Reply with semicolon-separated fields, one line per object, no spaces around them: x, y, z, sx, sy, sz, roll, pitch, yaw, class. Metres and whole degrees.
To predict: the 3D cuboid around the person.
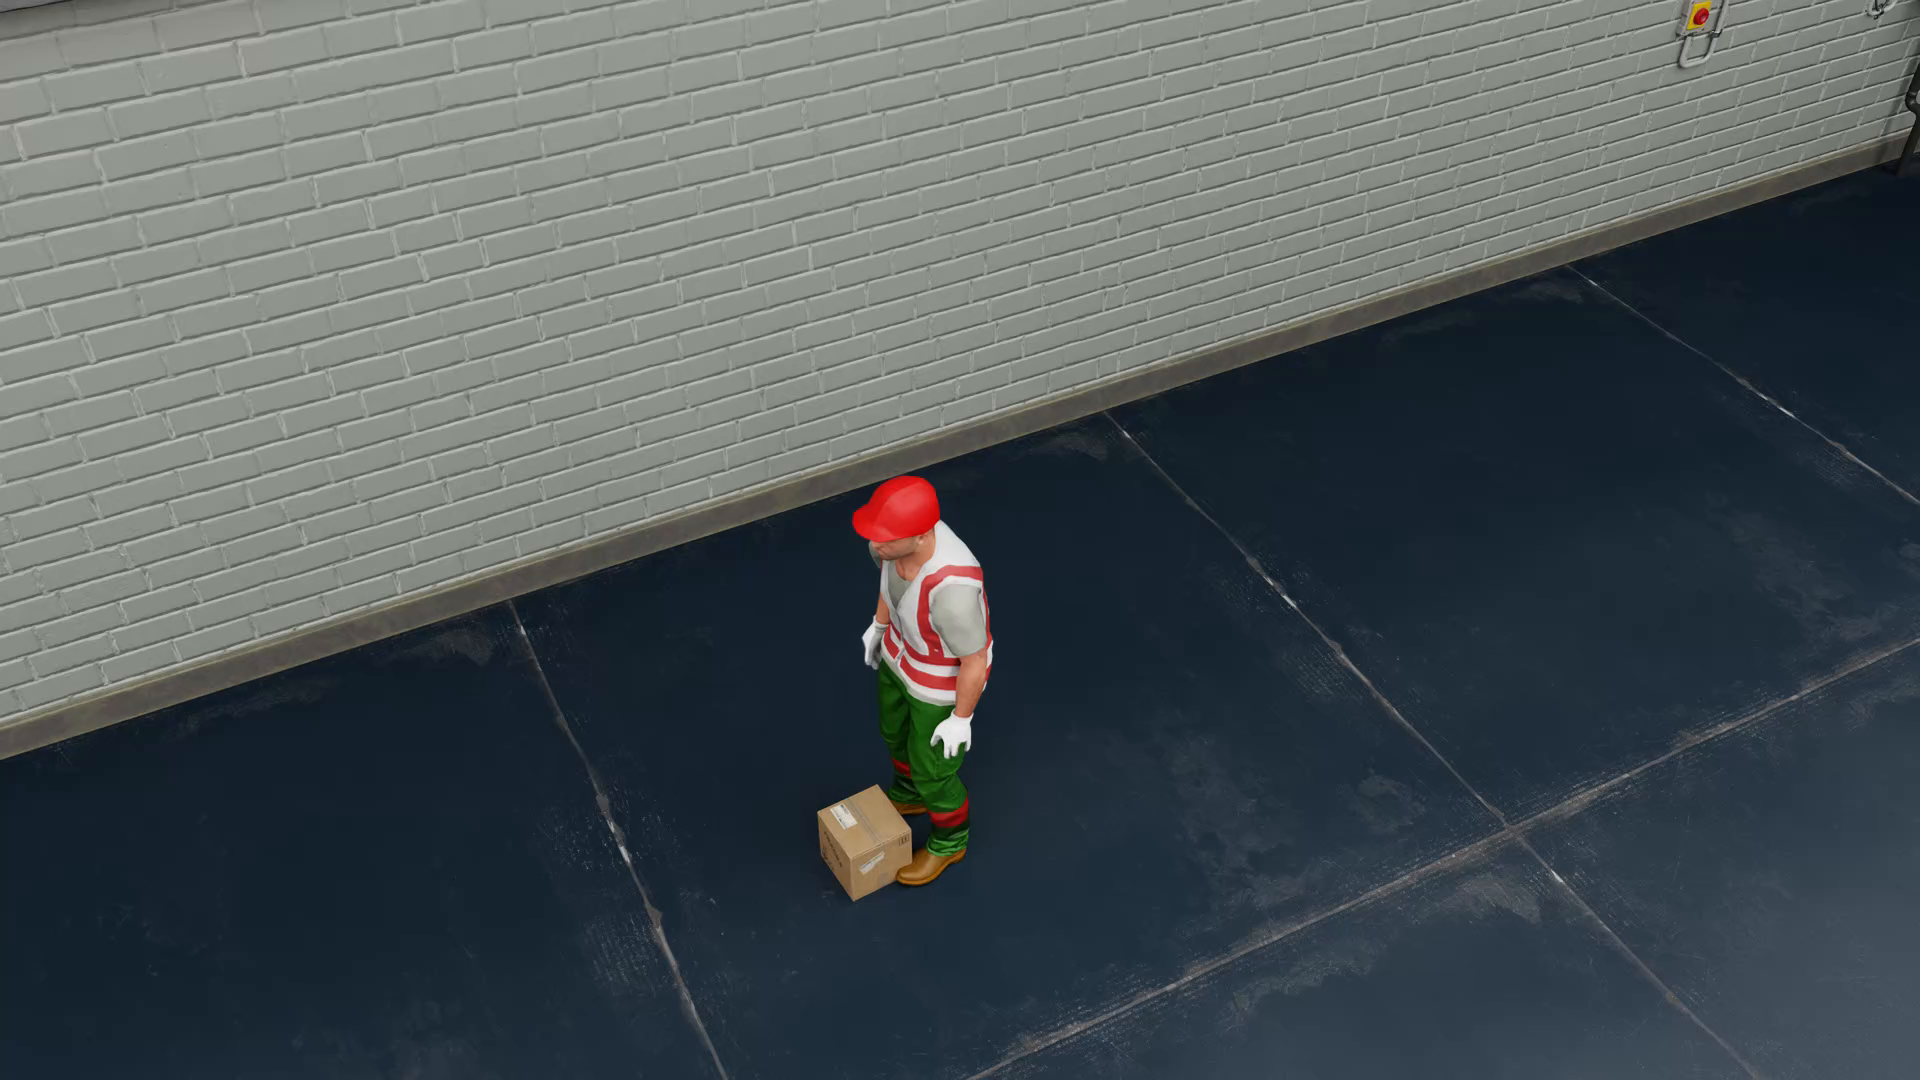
-0.137;0.460;5.616;0.452;1.778;0.613;-21;45;-23;person
